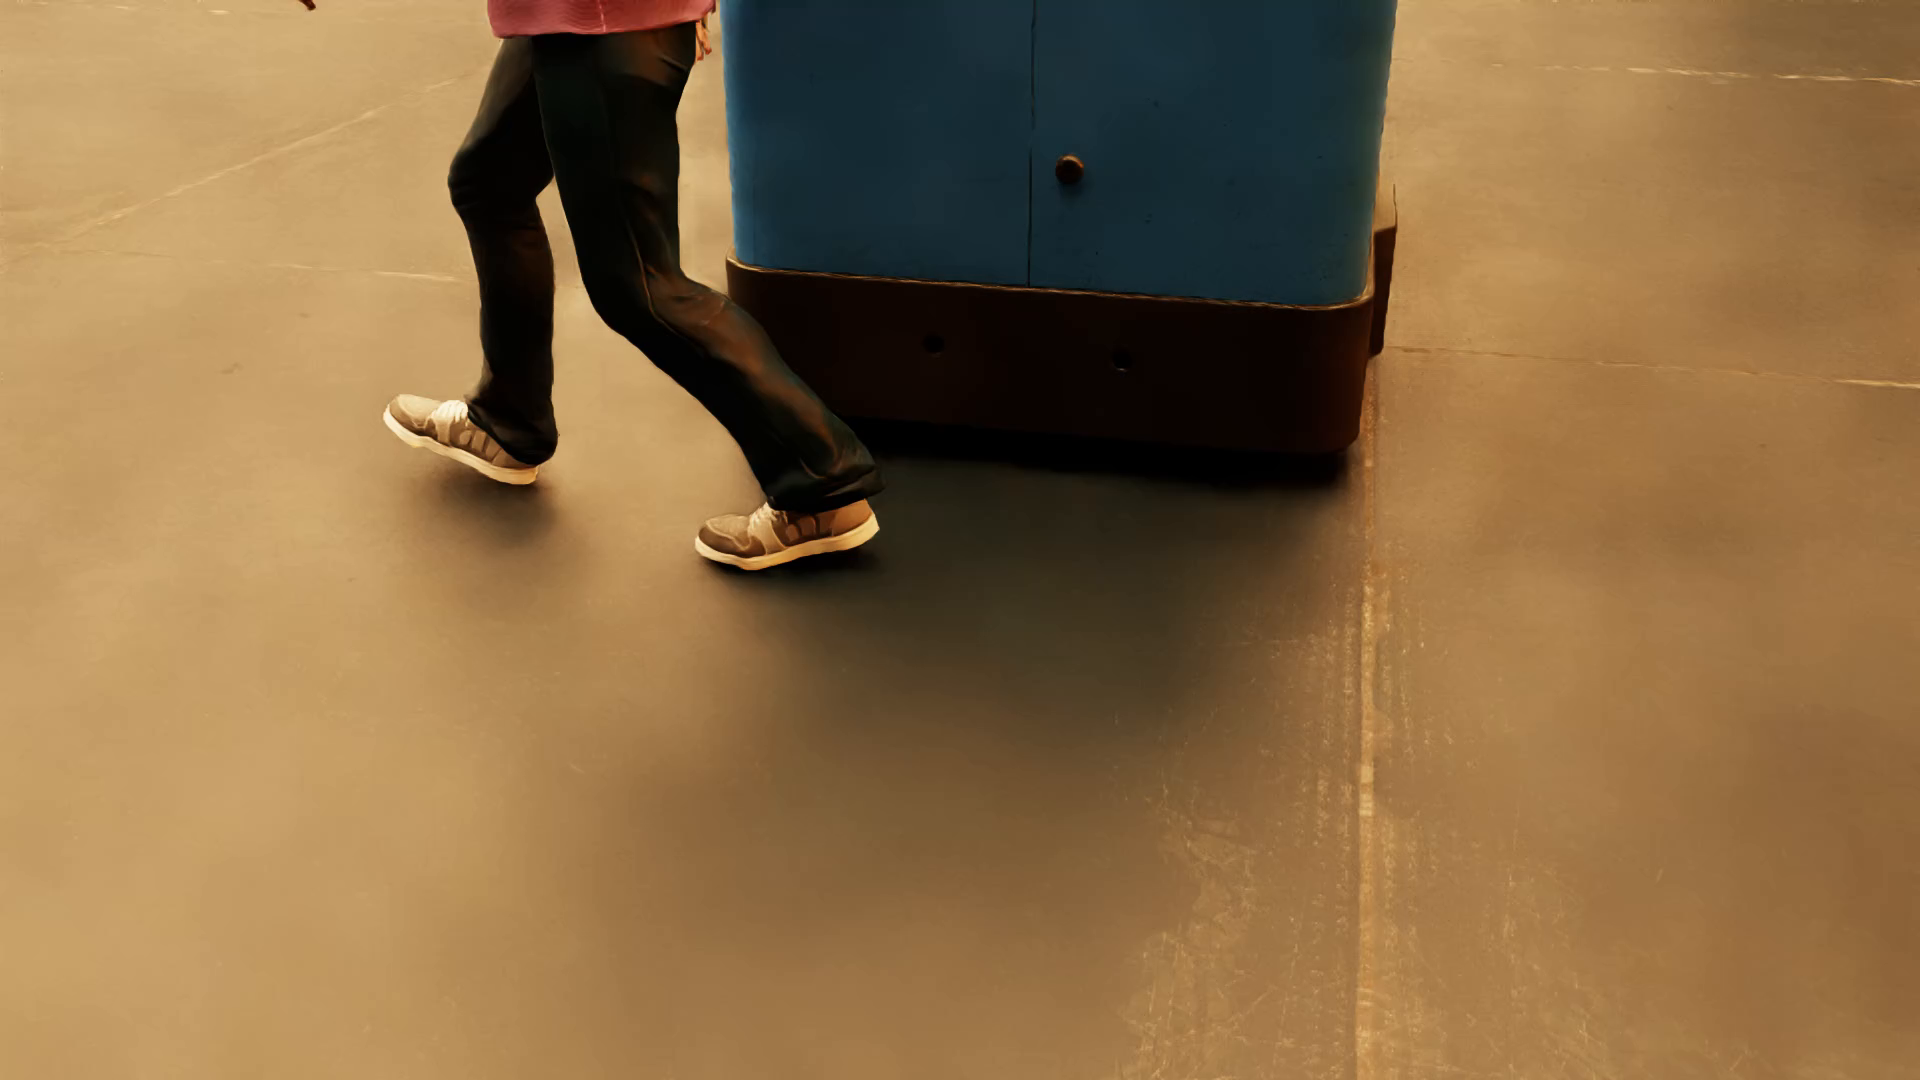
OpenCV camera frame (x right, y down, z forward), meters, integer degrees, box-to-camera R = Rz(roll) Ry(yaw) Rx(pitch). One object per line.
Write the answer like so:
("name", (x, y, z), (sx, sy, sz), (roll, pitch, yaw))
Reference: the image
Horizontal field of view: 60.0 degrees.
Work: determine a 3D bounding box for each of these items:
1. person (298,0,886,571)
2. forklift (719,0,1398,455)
("person", (-0.520, -0.730, 2.261), (0.814, 1.523, 0.547), (-1, 27, -2))
("forklift", (0.433, -2.085, 3.378), (1.130, 2.935, 3.031), (6, 27, 11))
